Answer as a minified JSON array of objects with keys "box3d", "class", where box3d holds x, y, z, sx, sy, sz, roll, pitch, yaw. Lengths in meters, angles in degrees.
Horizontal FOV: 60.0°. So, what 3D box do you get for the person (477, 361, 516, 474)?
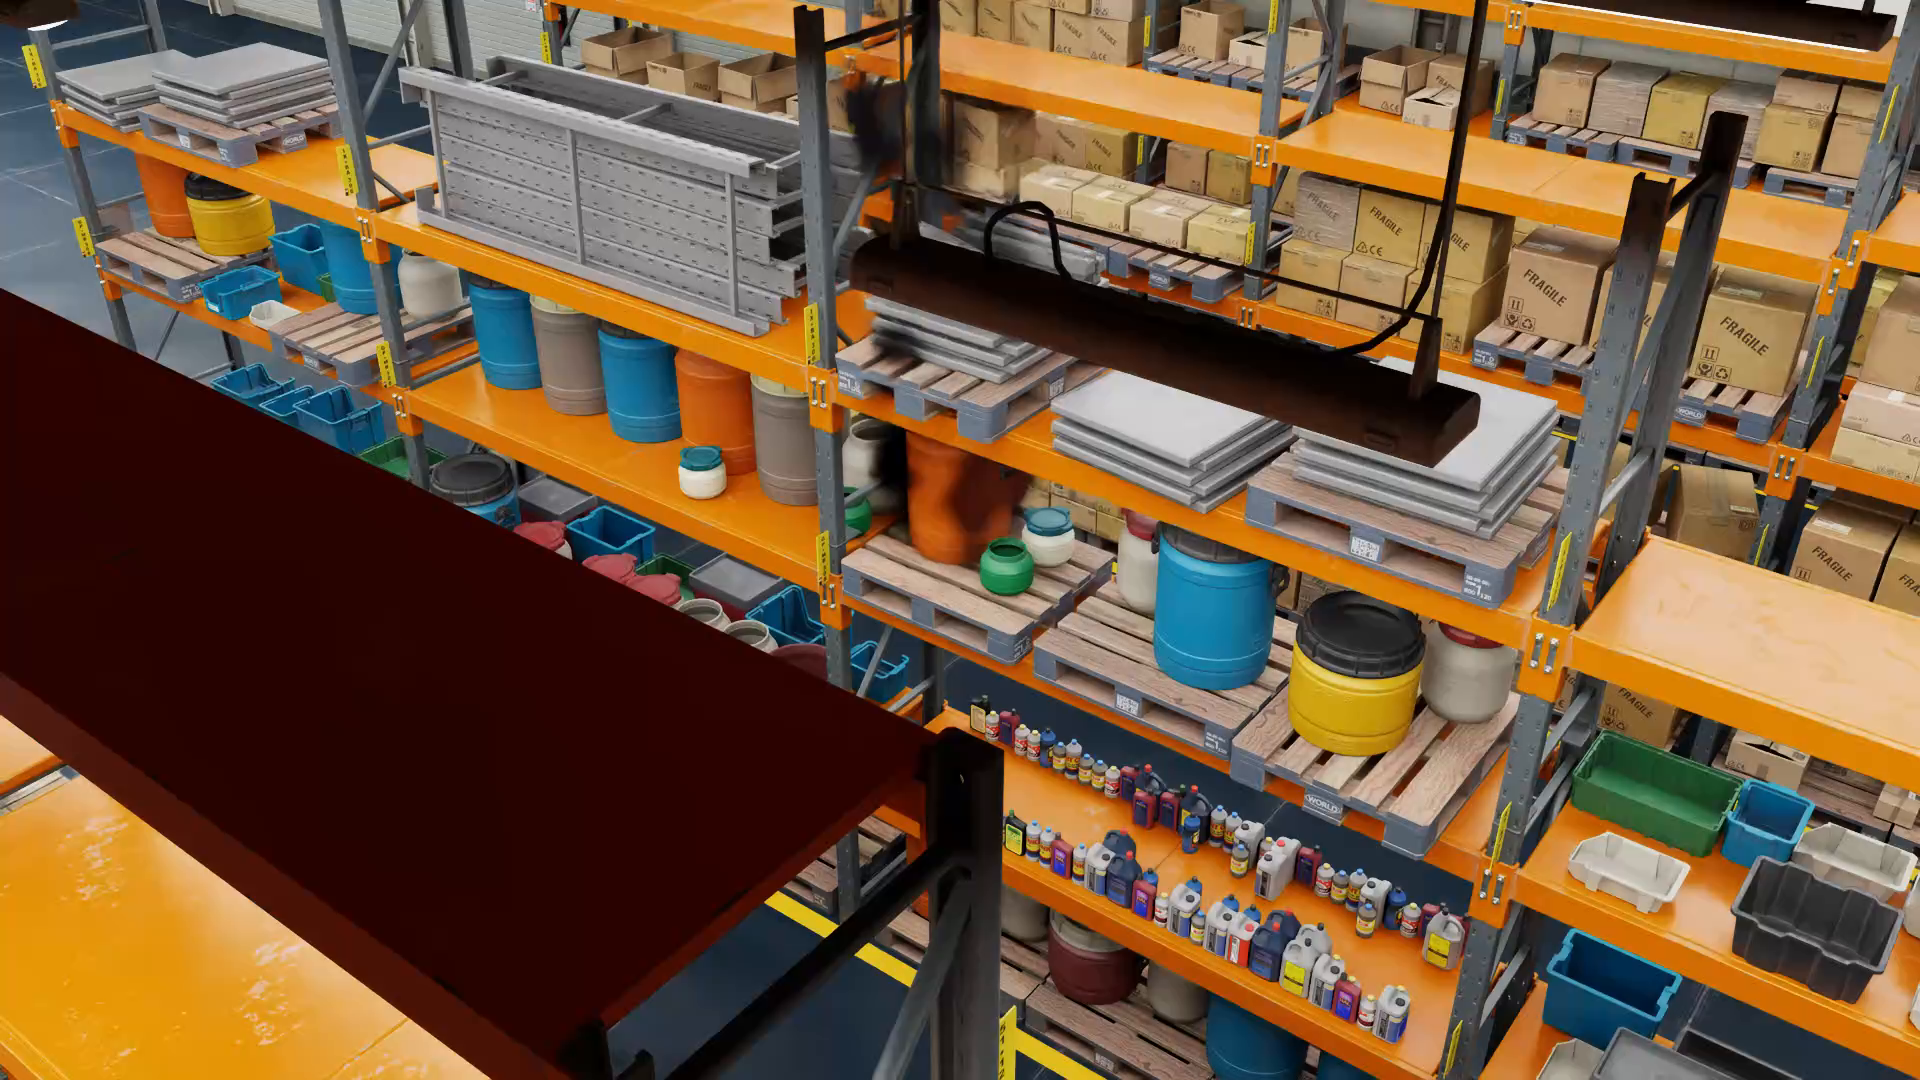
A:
[{"box3d":[-4.101,-0.835,14.902,0.990,1.766,0.663,17,35,25],"class":"person"}]
